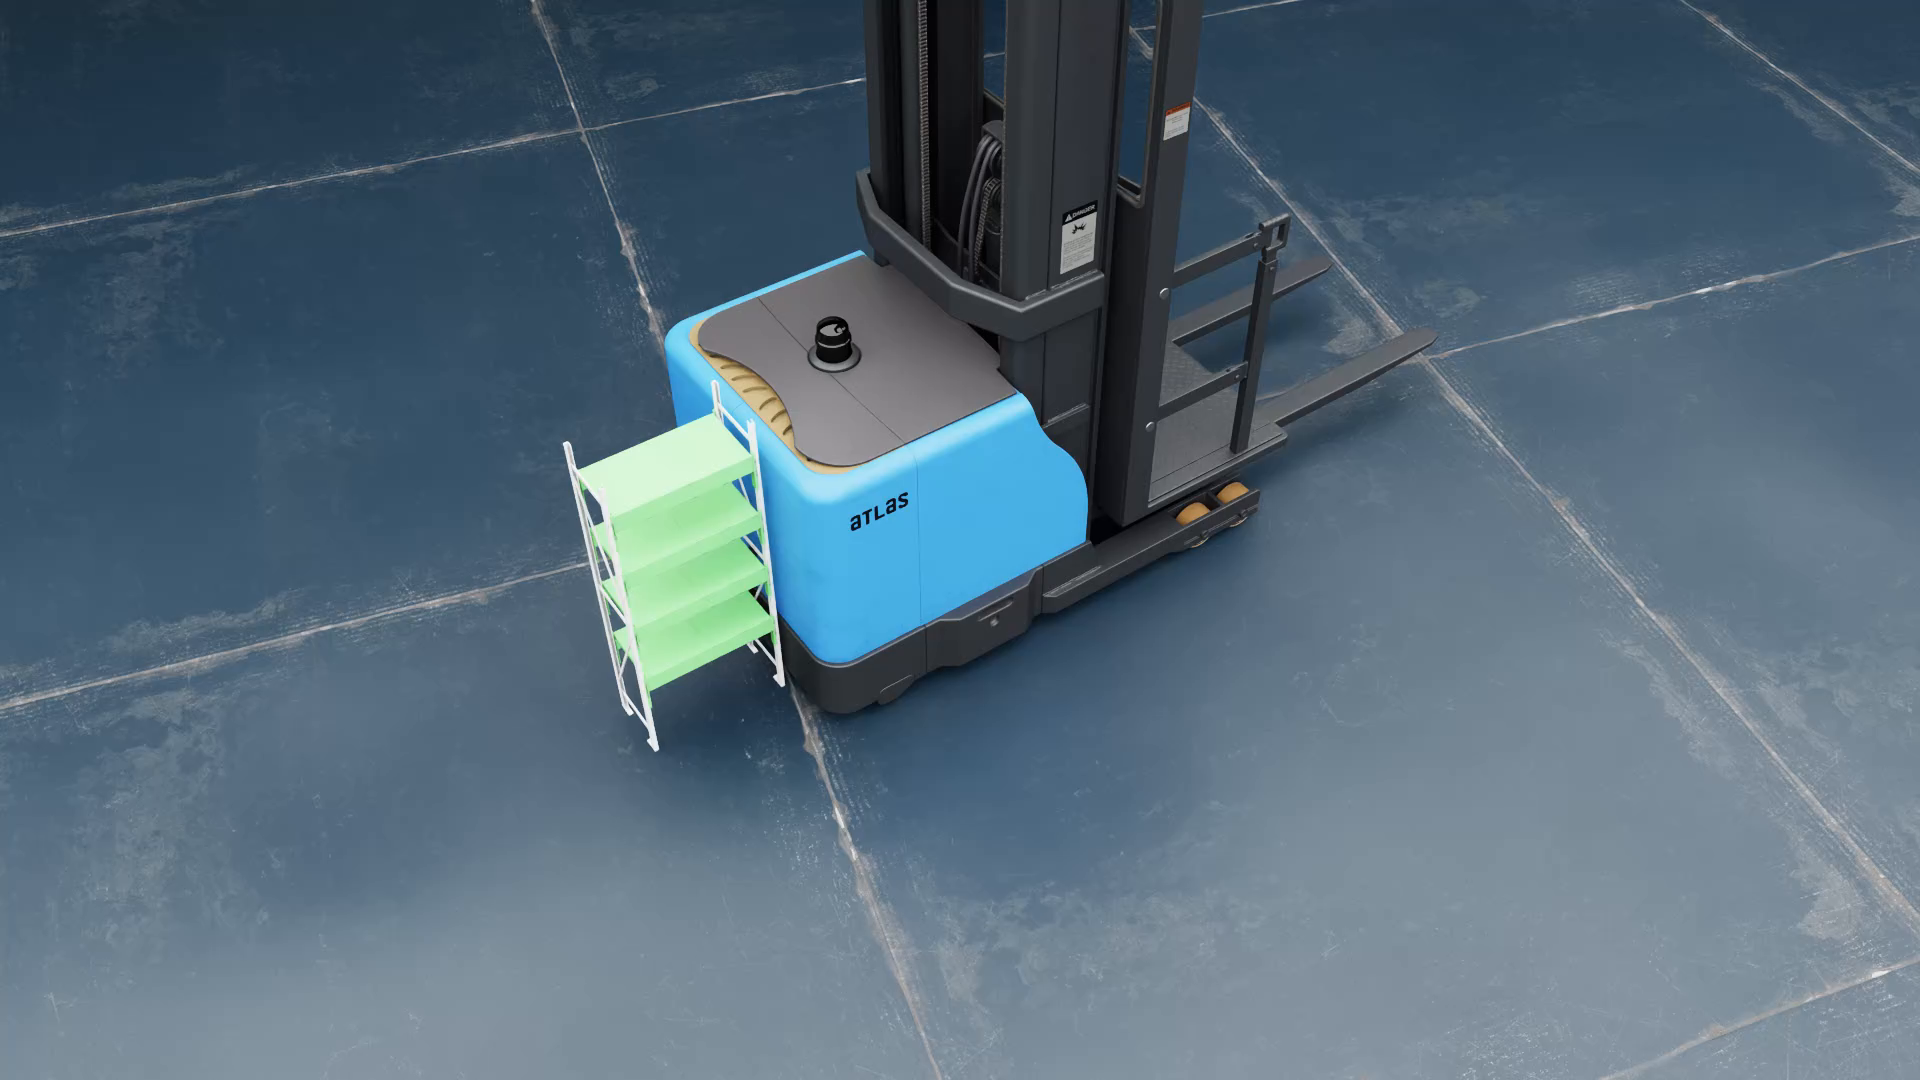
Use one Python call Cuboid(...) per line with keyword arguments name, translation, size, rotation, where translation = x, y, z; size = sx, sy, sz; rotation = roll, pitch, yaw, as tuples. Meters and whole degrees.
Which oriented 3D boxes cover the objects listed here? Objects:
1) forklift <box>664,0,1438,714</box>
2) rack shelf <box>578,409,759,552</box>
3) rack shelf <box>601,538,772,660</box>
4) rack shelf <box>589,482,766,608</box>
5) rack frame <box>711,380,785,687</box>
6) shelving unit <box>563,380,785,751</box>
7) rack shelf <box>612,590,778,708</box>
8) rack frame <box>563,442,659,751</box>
Cuboid(name="forklift", translation=(0.517, -1.290, 5.467), size=(3.031, 2.935, 1.130), rotation=(-26, 51, -24))
Cuboid(name="rack shelf", translation=(-0.880, -0.183, 4.998), size=(0.480, 0.148, 0.258), rotation=(-26, 51, -24))
Cuboid(name="rack shelf", translation=(-0.880, 0.156, 5.338), size=(0.480, 0.148, 0.258), rotation=(-26, 51, -24))
Cuboid(name="rack shelf", translation=(-0.880, -0.014, 5.168), size=(0.480, 0.148, 0.258), rotation=(-26, 51, -24))
Cuboid(name="rack frame", translation=(-0.679, 0.012, 5.391), size=(0.015, 1.200, 0.240), rotation=(-26, 51, -24))
Cuboid(name="shelving unit", translation=(-0.880, 0.111, 5.293), size=(0.503, 1.200, 0.258), rotation=(-26, 51, -24))
Cuboid(name="rack shelf", translation=(-0.880, 0.325, 5.508), size=(0.480, 0.148, 0.258), rotation=(-26, 51, -24))
Cuboid(name="rack frame", translation=(-1.080, 0.210, 5.194), size=(0.015, 1.200, 0.240), rotation=(-26, 51, -24))
